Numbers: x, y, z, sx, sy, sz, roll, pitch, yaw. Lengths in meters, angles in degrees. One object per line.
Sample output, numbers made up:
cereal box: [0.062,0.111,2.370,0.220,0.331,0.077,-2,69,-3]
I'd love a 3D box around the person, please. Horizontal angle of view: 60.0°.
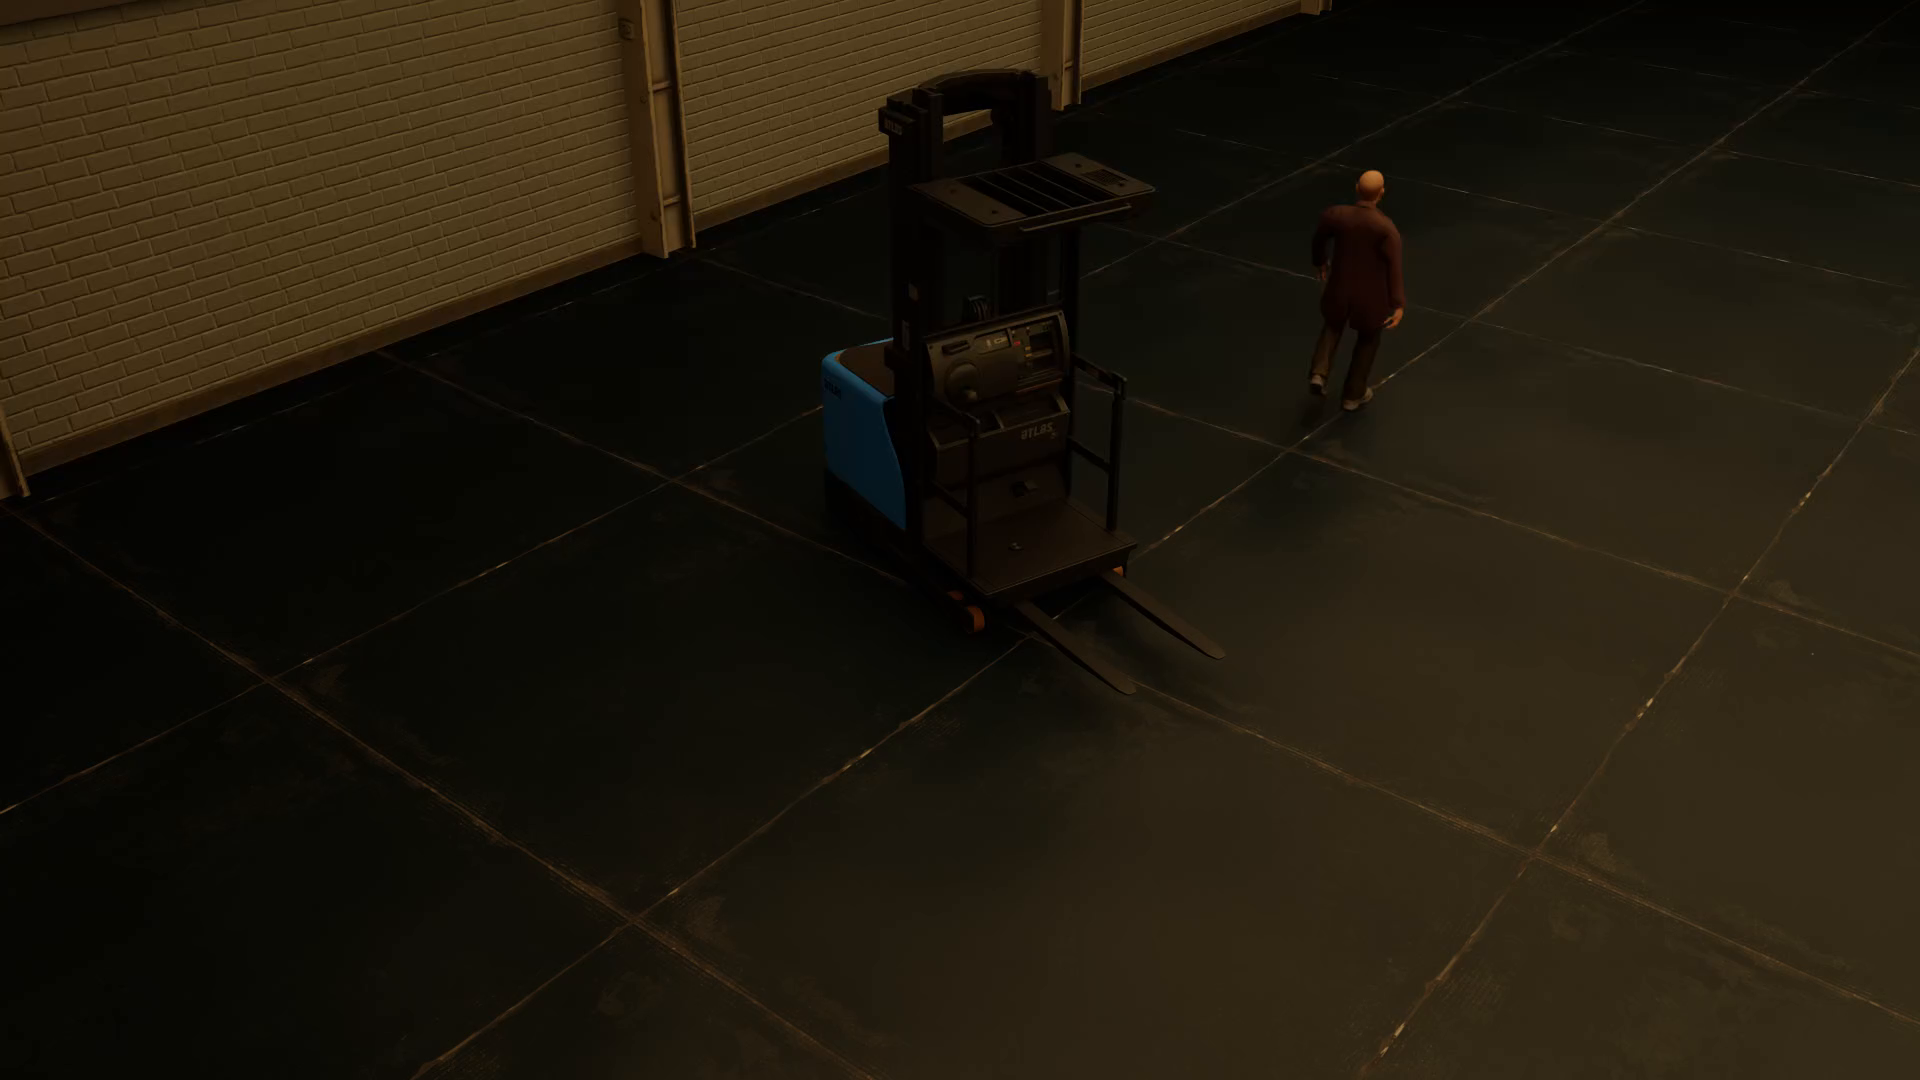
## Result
person: [2.787,-1.747,11.749,0.826,1.760,0.598,18,35,28]

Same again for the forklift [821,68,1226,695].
forklift: [0.340,-0.998,9.303,1.130,2.935,3.031,-18,35,-28]
